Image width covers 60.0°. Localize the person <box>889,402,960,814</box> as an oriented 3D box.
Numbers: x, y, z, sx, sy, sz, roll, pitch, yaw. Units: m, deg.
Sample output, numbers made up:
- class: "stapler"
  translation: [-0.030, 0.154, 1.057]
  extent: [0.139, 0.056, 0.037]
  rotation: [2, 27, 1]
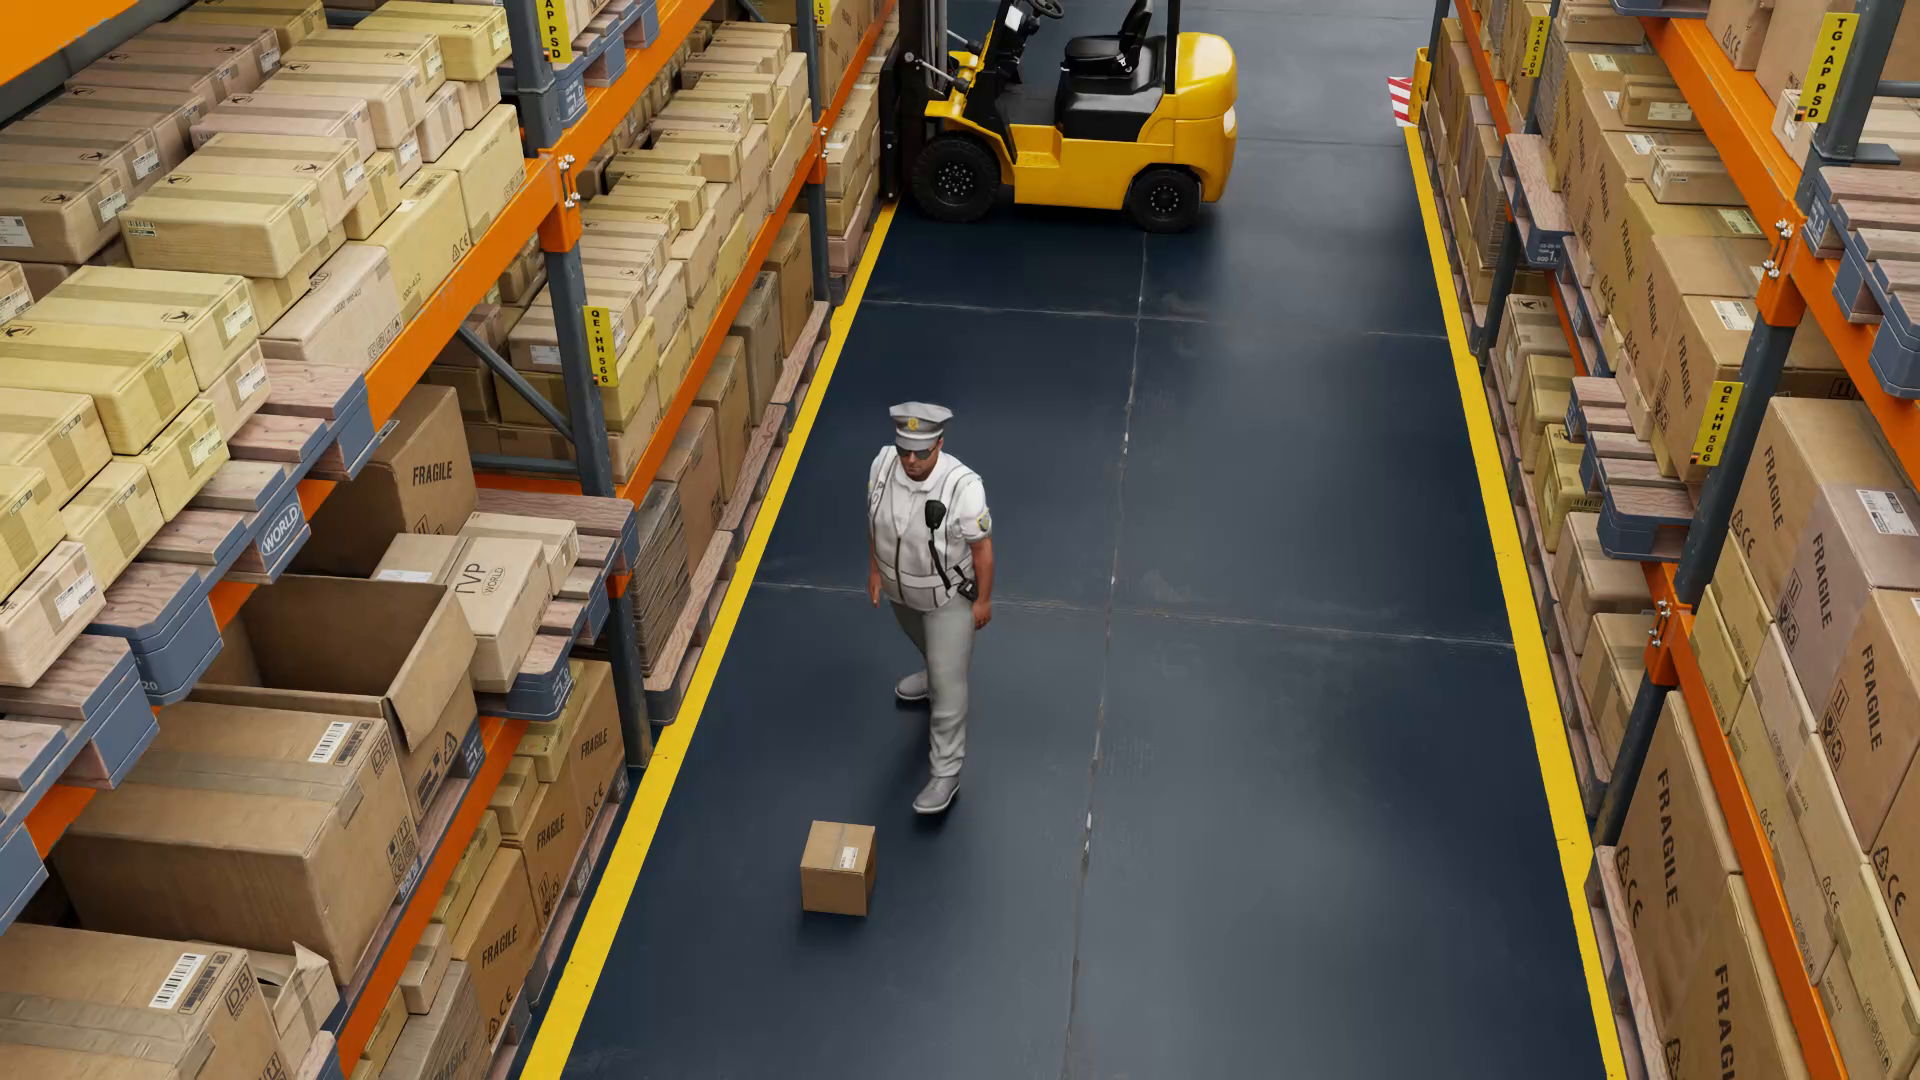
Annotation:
- class: "person"
  translation: [-0.134, 0.195, 6.742]
  extent: [0.658, 1.723, 0.892]
  rotation: [22, 41, 28]
